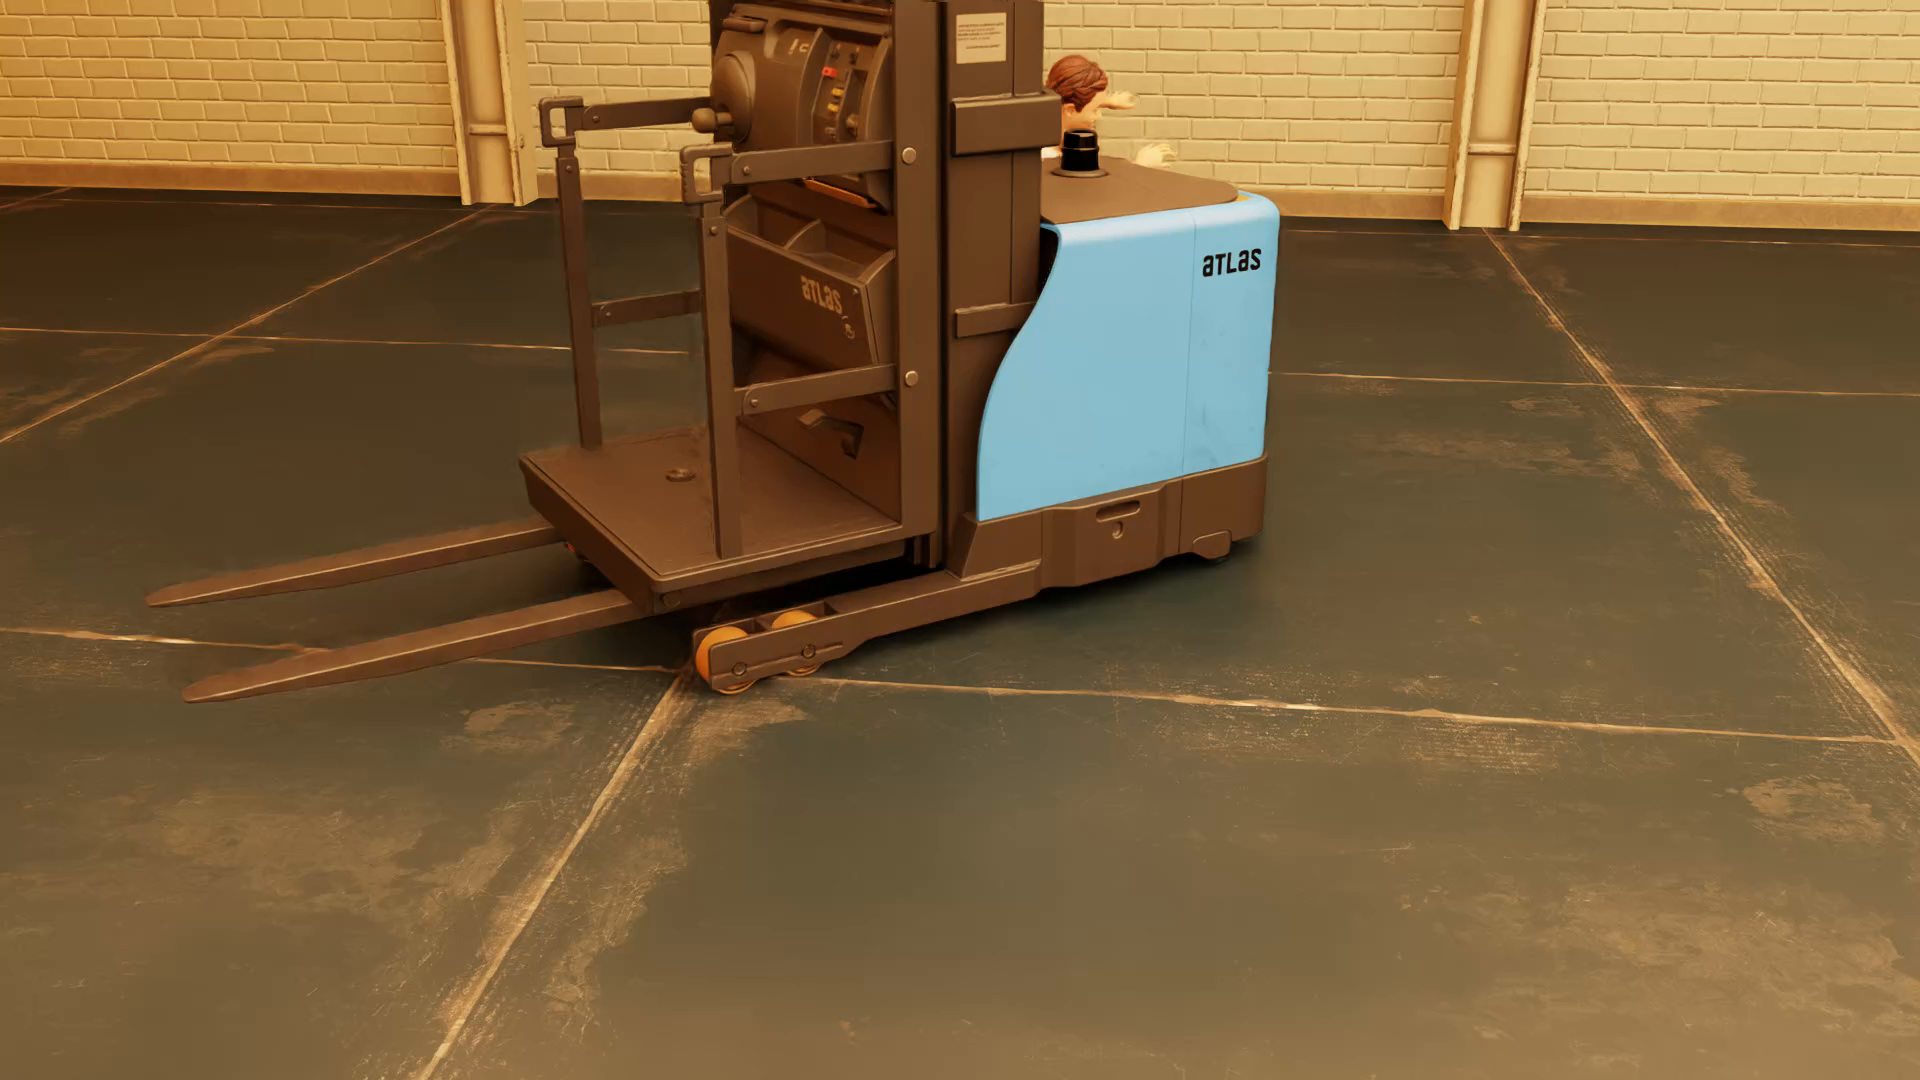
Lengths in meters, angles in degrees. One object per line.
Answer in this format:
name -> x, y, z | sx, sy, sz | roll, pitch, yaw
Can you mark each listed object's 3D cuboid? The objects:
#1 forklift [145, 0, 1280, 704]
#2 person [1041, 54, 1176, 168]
forklift -> -0.602, -1.195, 4.221 | 3.031, 2.935, 1.130 | -13, 25, -29
person -> 0.409, -0.998, 5.840 | 0.700, 1.381, 1.455 | 9, 24, 21
